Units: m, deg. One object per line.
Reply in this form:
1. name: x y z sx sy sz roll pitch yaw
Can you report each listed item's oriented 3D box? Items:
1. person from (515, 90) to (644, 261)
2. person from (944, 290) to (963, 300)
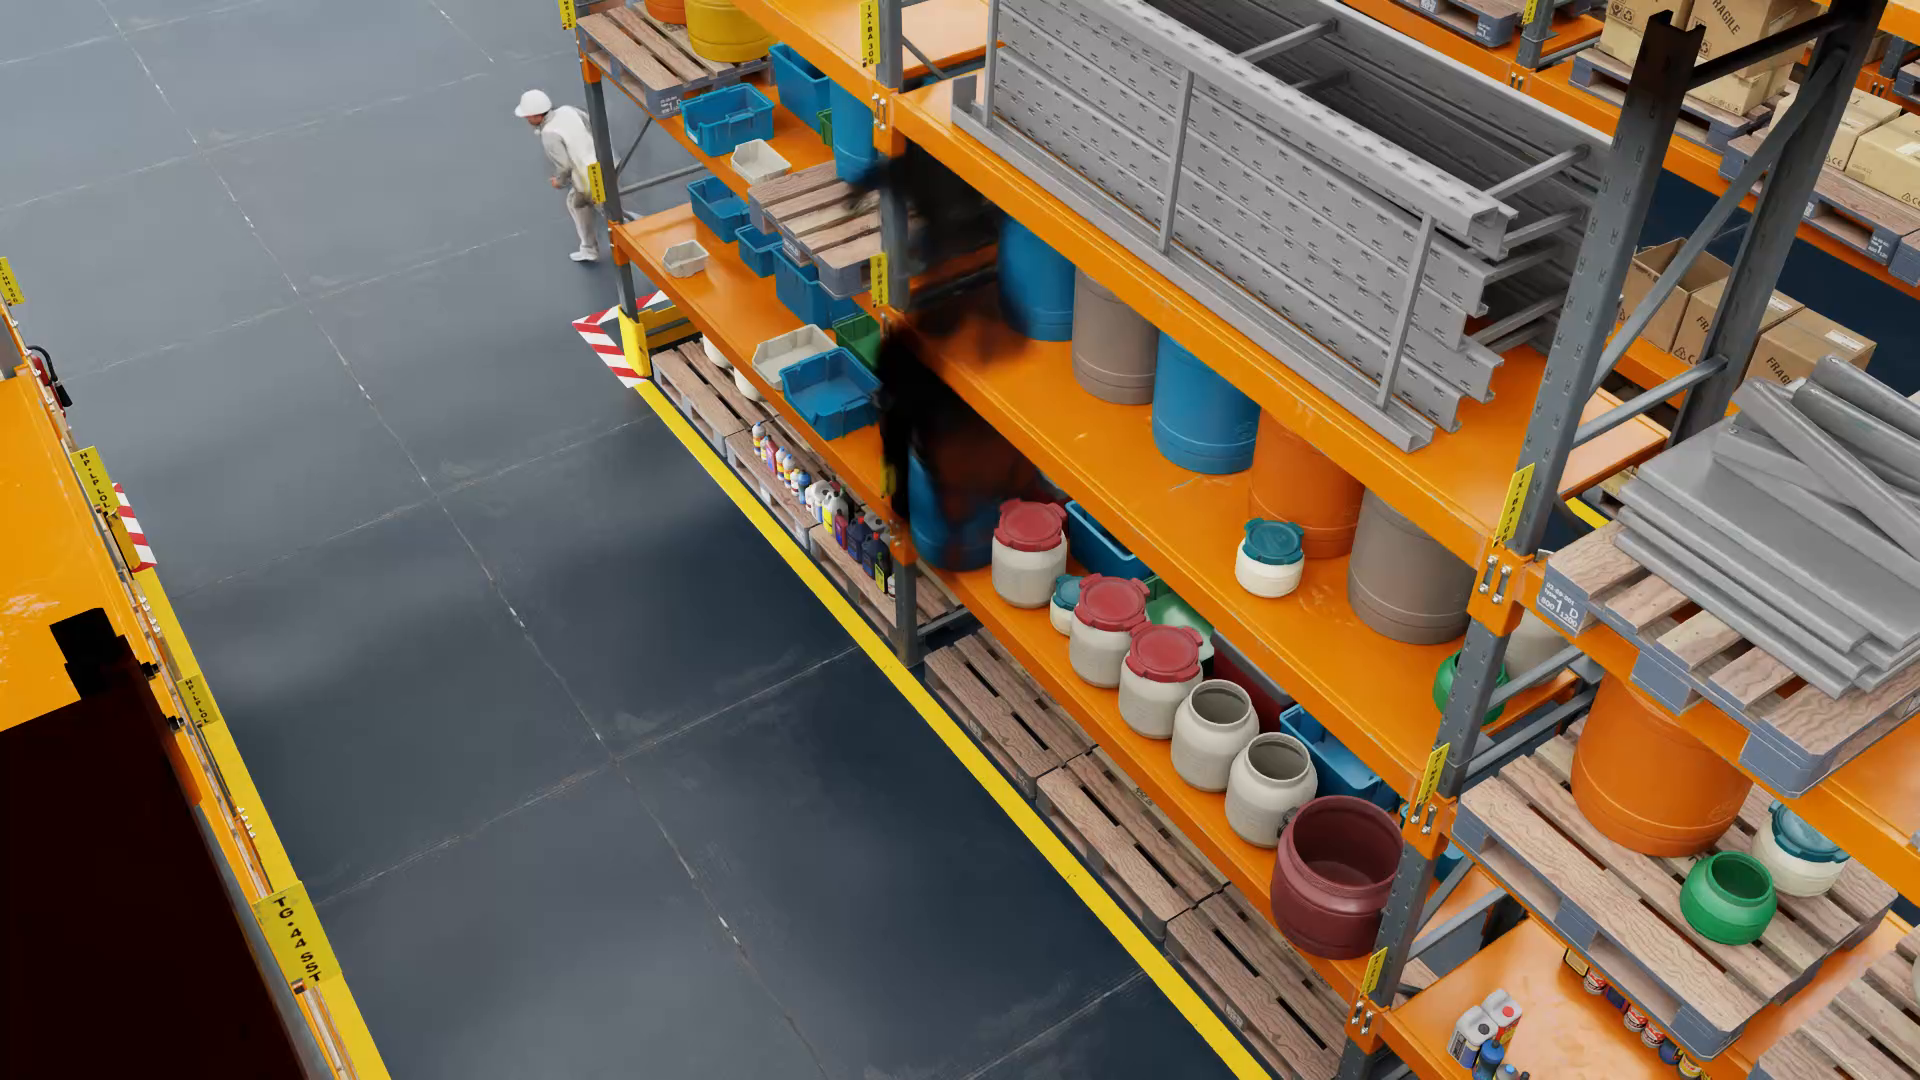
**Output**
1. person: -3.020 -2.990 13.847 1.133 1.625 0.644 3 43 3
2. person: -0.248 -2.320 12.808 0.564 1.659 1.060 -28 49 -27
